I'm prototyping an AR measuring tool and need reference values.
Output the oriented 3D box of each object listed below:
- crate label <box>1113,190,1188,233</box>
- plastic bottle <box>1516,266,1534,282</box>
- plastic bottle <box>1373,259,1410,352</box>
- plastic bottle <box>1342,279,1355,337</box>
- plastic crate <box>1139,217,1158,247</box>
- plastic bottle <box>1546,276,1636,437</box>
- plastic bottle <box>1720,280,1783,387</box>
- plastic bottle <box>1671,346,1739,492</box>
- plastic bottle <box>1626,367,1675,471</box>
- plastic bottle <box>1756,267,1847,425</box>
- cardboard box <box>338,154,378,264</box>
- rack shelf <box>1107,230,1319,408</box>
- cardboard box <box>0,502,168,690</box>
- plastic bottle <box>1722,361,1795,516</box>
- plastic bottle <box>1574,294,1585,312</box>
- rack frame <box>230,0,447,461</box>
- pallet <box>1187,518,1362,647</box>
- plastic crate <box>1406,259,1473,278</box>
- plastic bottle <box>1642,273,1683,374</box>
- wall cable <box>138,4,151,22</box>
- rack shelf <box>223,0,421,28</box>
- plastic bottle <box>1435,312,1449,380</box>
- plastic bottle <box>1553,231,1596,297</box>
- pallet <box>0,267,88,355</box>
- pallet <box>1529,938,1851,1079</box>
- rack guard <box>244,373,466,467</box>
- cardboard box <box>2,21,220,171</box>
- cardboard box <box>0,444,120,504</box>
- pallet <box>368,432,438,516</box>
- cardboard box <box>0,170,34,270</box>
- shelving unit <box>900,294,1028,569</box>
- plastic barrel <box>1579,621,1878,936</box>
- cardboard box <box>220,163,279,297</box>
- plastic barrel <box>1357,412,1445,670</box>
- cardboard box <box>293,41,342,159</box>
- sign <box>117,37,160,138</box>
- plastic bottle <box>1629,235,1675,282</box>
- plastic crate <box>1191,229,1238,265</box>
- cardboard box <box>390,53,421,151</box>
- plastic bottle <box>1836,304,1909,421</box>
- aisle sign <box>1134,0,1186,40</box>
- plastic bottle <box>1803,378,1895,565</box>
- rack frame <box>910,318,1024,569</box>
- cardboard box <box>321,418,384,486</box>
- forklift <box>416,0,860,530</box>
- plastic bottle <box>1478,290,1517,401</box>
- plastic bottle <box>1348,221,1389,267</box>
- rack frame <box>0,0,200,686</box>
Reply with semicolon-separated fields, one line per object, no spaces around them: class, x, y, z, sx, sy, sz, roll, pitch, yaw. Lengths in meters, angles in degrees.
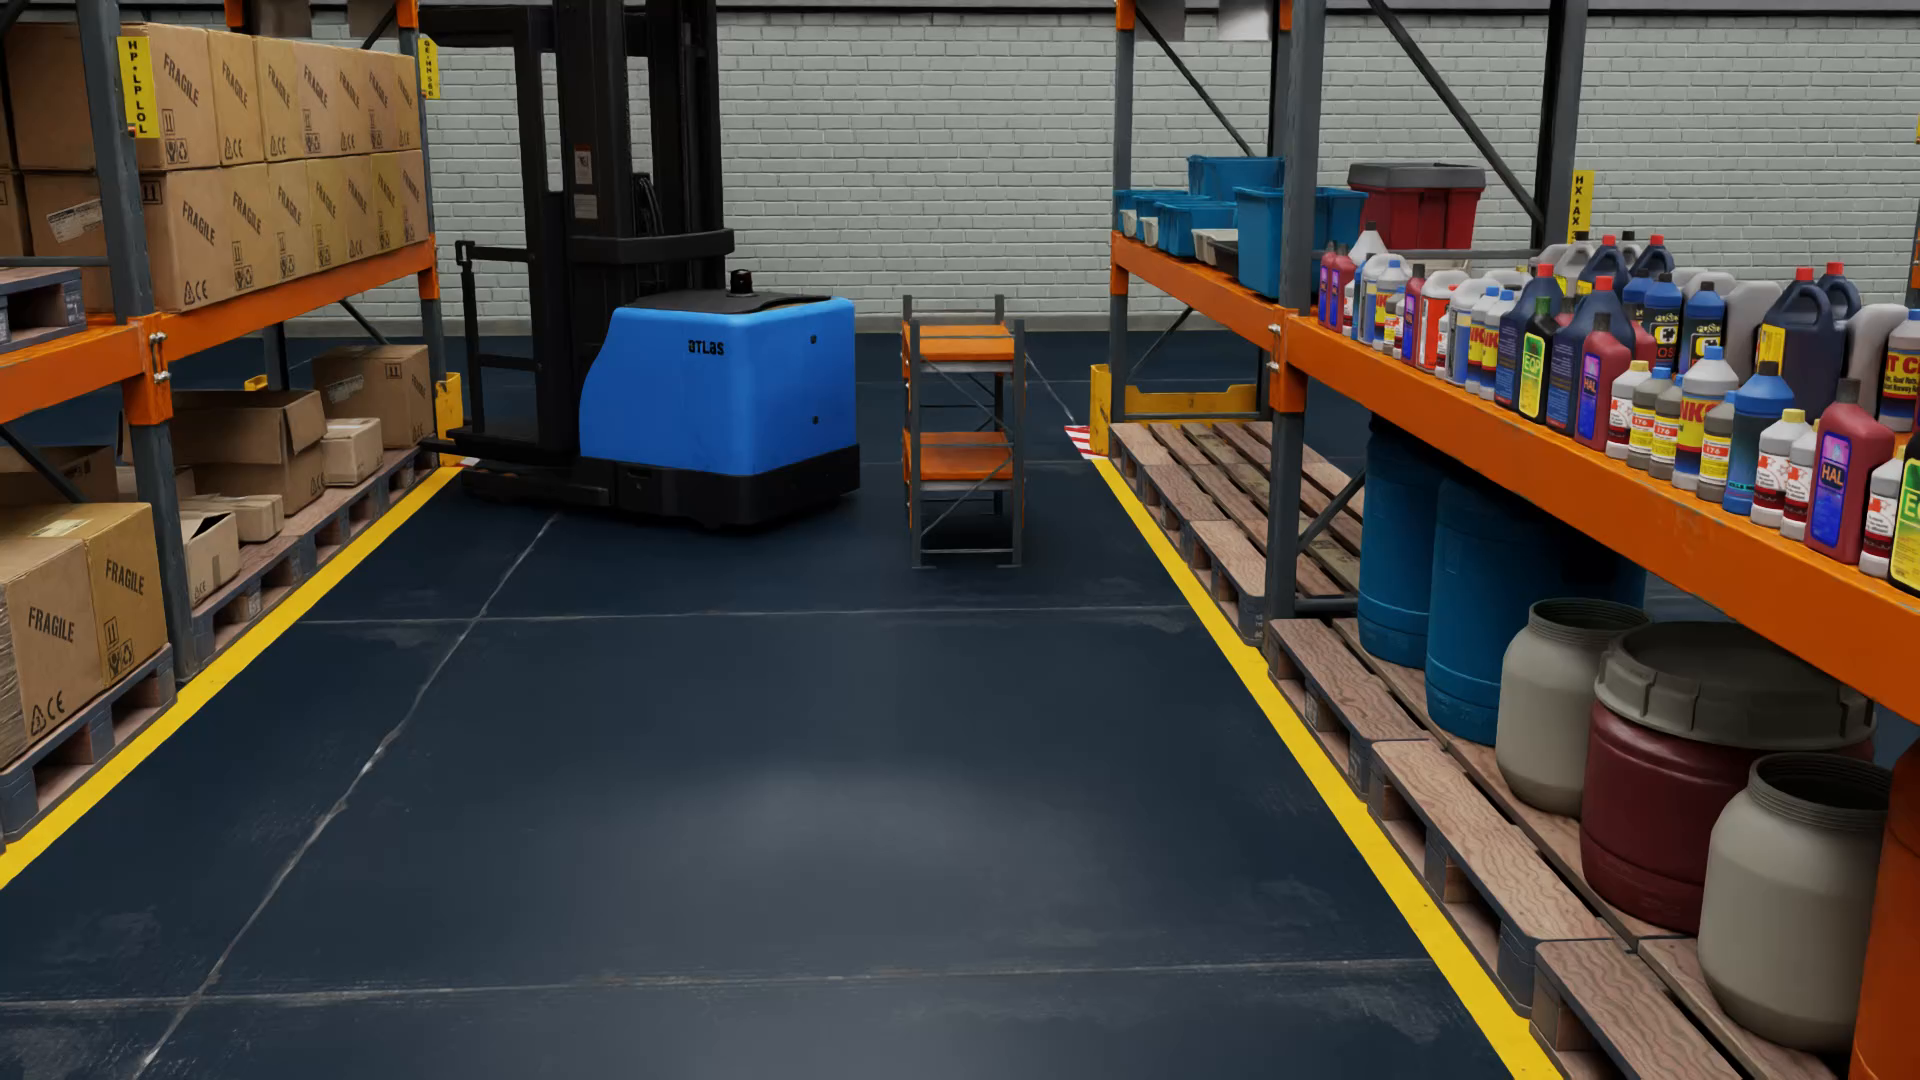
crate label;1.092;-1.889;9.564;0.416;0.233;0.303;-1;14;-3
plastic bottle;1.877;-0.817;5.580;0.097;0.201;0.097;0;14;0
plastic bottle;1.304;-0.709;5.021;0.097;0.271;0.097;0;14;0
plastic bottle;1.283;-0.757;5.348;0.097;0.201;0.097;0;14;0
plastic crate;1.071;-1.593;8.605;0.250;0.136;0.298;-1;14;-3
plastic bottle;1.411;-0.413;3.709;0.144;0.351;0.185;-1;14;-3
plastic bottle;2.076;-0.552;4.402;0.152;0.276;0.135;-1;14;-3
plastic bottle;1.422;-0.233;3.170;0.097;0.271;0.097;0;14;0
plastic bottle;1.410;-0.247;3.367;0.097;0.201;0.097;0;14;0
plastic bottle;1.961;-0.455;3.876;0.144;0.351;0.185;-1;14;-3
cardboard box;-3.179;-1.620;8.102;0.500;0.500;0.500;-1;14;-3
rack shelf;1.529;-1.162;7.965;1.077;0.370;4.000;-1;14;-3
cardboard box;-2.975;0.179;5.446;0.500;0.500;0.500;-1;14;-4
plastic bottle;1.434;-0.184;2.981;0.097;0.271;0.097;0;14;0
plastic bottle;1.509;-0.466;4.076;0.097;0.271;0.097;0;14;0
rack frame;-3.539;-1.932;9.515;1.000;3.000;0.127;-1;14;-3
pallet;1.569;0.155;6.998;1.003;0.211;1.213;-1;14;-3
plastic crate;1.767;-1.032;6.426;0.396;0.136;0.243;-1;14;-3
plastic bottle;1.939;-0.601;4.601;0.097;0.271;0.097;0;14;0
wall cable;-8.477;-4.668;14.342;3.097;2.526;0.112;-1;14;-3
rack shelf;-3.415;-2.539;7.298;1.077;0.370;4.000;-1;14;-3
plastic bottle;1.338;-0.536;4.488;0.097;0.201;0.097;0;14;0
plastic bottle;1.892;-0.763;5.071;0.144;0.351;0.185;-1;14;-3
pallet;-3.351;-0.644;4.894;1.003;0.211;1.213;-1;14;-3
pallet;1.810;1.137;3.183;1.003;0.211;1.213;-1;14;-3
rack guard;-3.534;-0.702;9.753;1.175;0.500;0.348;-1;14;-3
cardboard box;-3.040;-1.591;5.984;0.500;0.500;0.500;-1;14;-2
cardboard box;-3.610;-0.077;6.439;0.500;0.500;0.500;-1;14;-3
pallet;-3.484;-0.364;9.019;1.003;0.211;1.213;-1;14;-3
cardboard box;-3.578;-1.106;6.104;0.500;0.500;0.500;-1;14;-3
shelving unit;0.000;-0.546;7.893;0.538;1.125;1.048;-1;14;-3
plastic barrel;1.783;0.544;3.888;0.600;0.588;0.708;-1;14;-3
cardboard box;-3.086;-1.244;6.640;0.500;0.500;0.500;-1;14;-2
plastic barrel;1.670;-0.064;5.625;0.600;0.901;0.708;-1;14;-3
cardboard box;-3.136;-1.976;7.479;0.500;0.500;0.500;0;14;-2
sign;-2.738;-1.507;5.541;0.100;0.325;0.005;-1;14;-3
plastic bottle;2.048;-0.719;4.901;0.144;0.351;0.185;-1;14;-3
plastic crate;1.245;-1.342;7.633;0.293;0.136;0.466;-1;14;-3
cardboard box;-3.237;-2.358;8.965;0.500;0.500;0.500;-1;14;-4
plastic bottle;2.111;-0.415;3.870;0.152;0.276;0.135;-1;14;-3
aisle sign;1.104;-3.280;9.537;0.394;0.787;0.004;-1;14;-3
plastic bottle;1.435;-0.113;2.679;0.061;0.283;0.133;-1;14;-3
rack frame;0.031;-0.420;7.401;0.500;1.125;0.032;-1;14;-3
cardboard box;-3.231;-0.445;8.372;0.500;0.250;0.500;-1;14;-3
forklift;-2.066;-1.713;8.801;3.031;2.935;1.130;8;16;29
plastic bottle;1.359;-0.488;4.161;0.097;0.271;0.097;0;14;0
plastic bottle;1.354;-0.886;5.550;0.144;0.351;0.185;-1;14;-3
rack frame;-3.291;-0.937;5.649;1.000;3.000;0.127;-1;14;-3
